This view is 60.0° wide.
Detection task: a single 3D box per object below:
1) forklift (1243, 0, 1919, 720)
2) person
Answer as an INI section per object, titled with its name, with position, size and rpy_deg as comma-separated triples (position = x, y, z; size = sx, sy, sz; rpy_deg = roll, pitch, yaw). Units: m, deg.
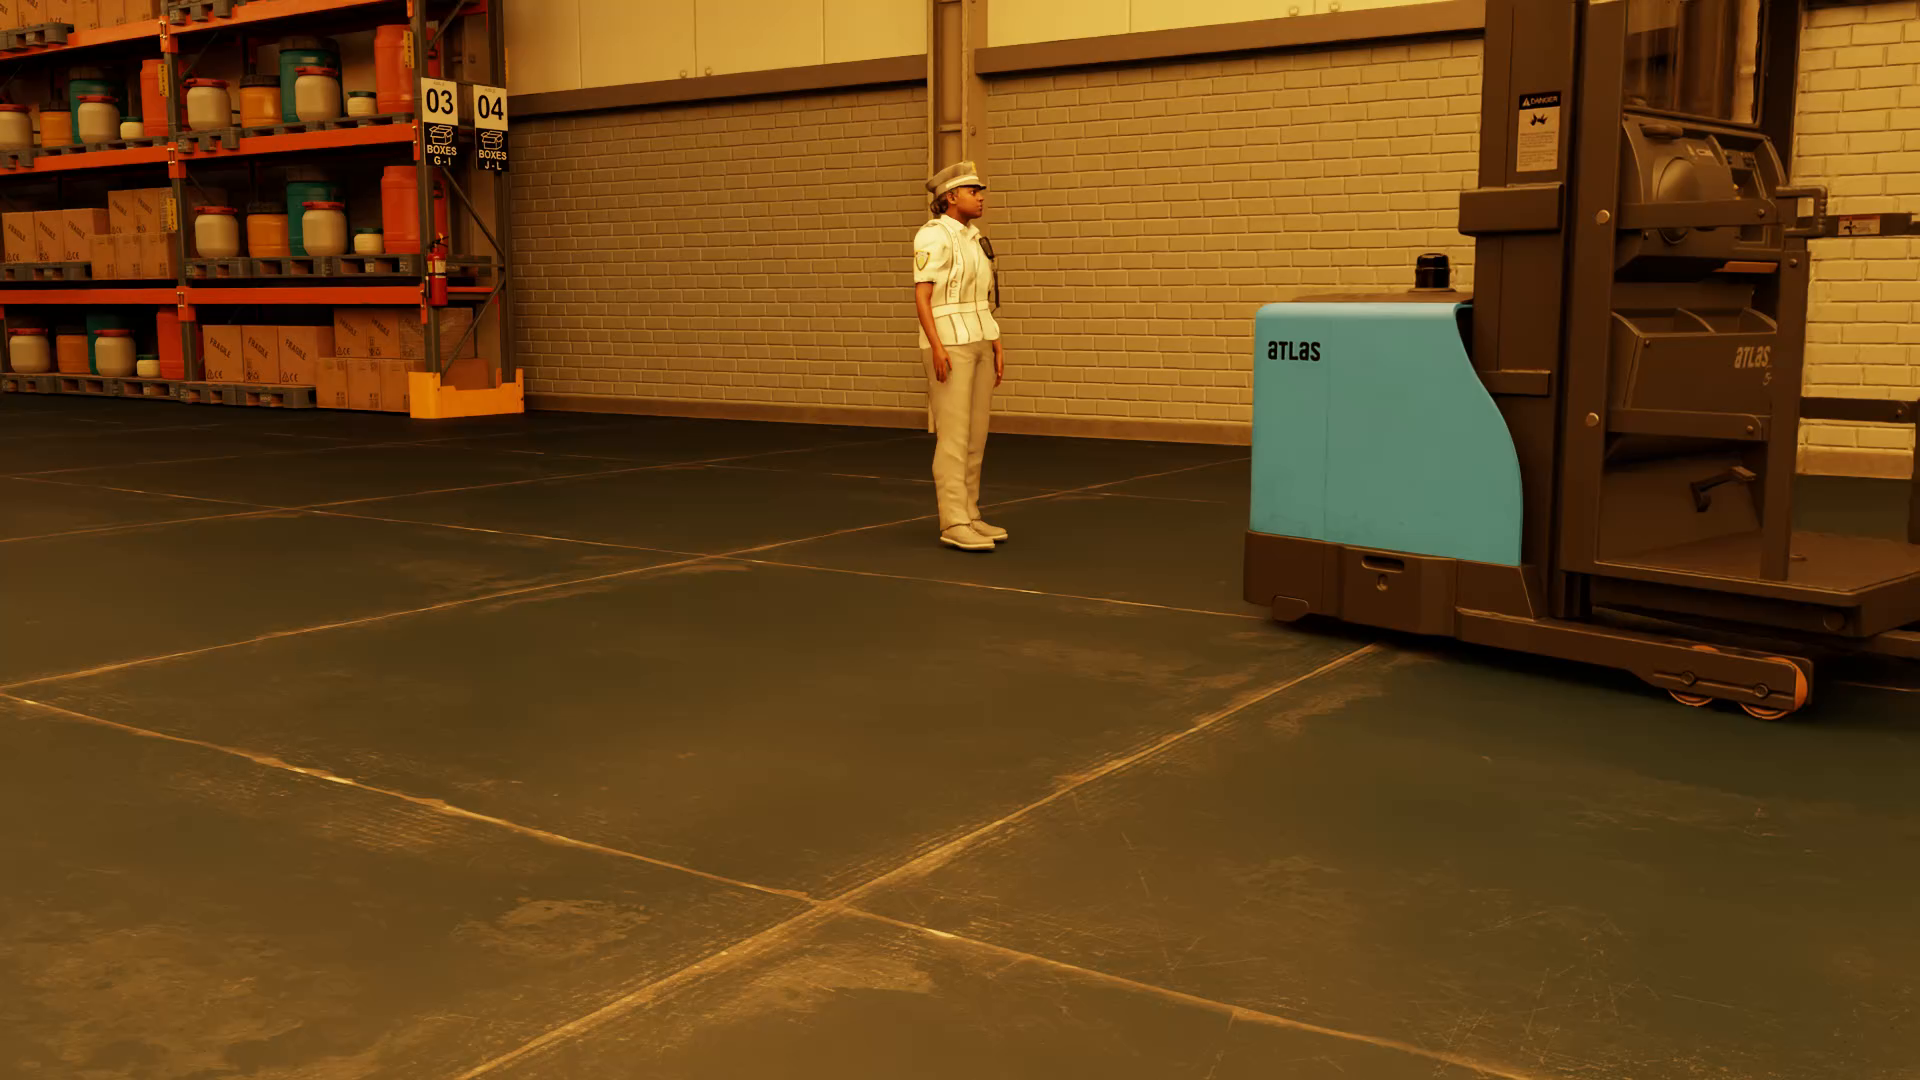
[forklift]
position = 2.308, -1.064, 4.671
size = 1.130, 2.935, 3.031
rpy_deg = -7, 11, -40
[person]
position = 0.051, -0.838, 7.425
size = 0.528, 1.695, 0.569
rpy_deg = 5, 10, 34
